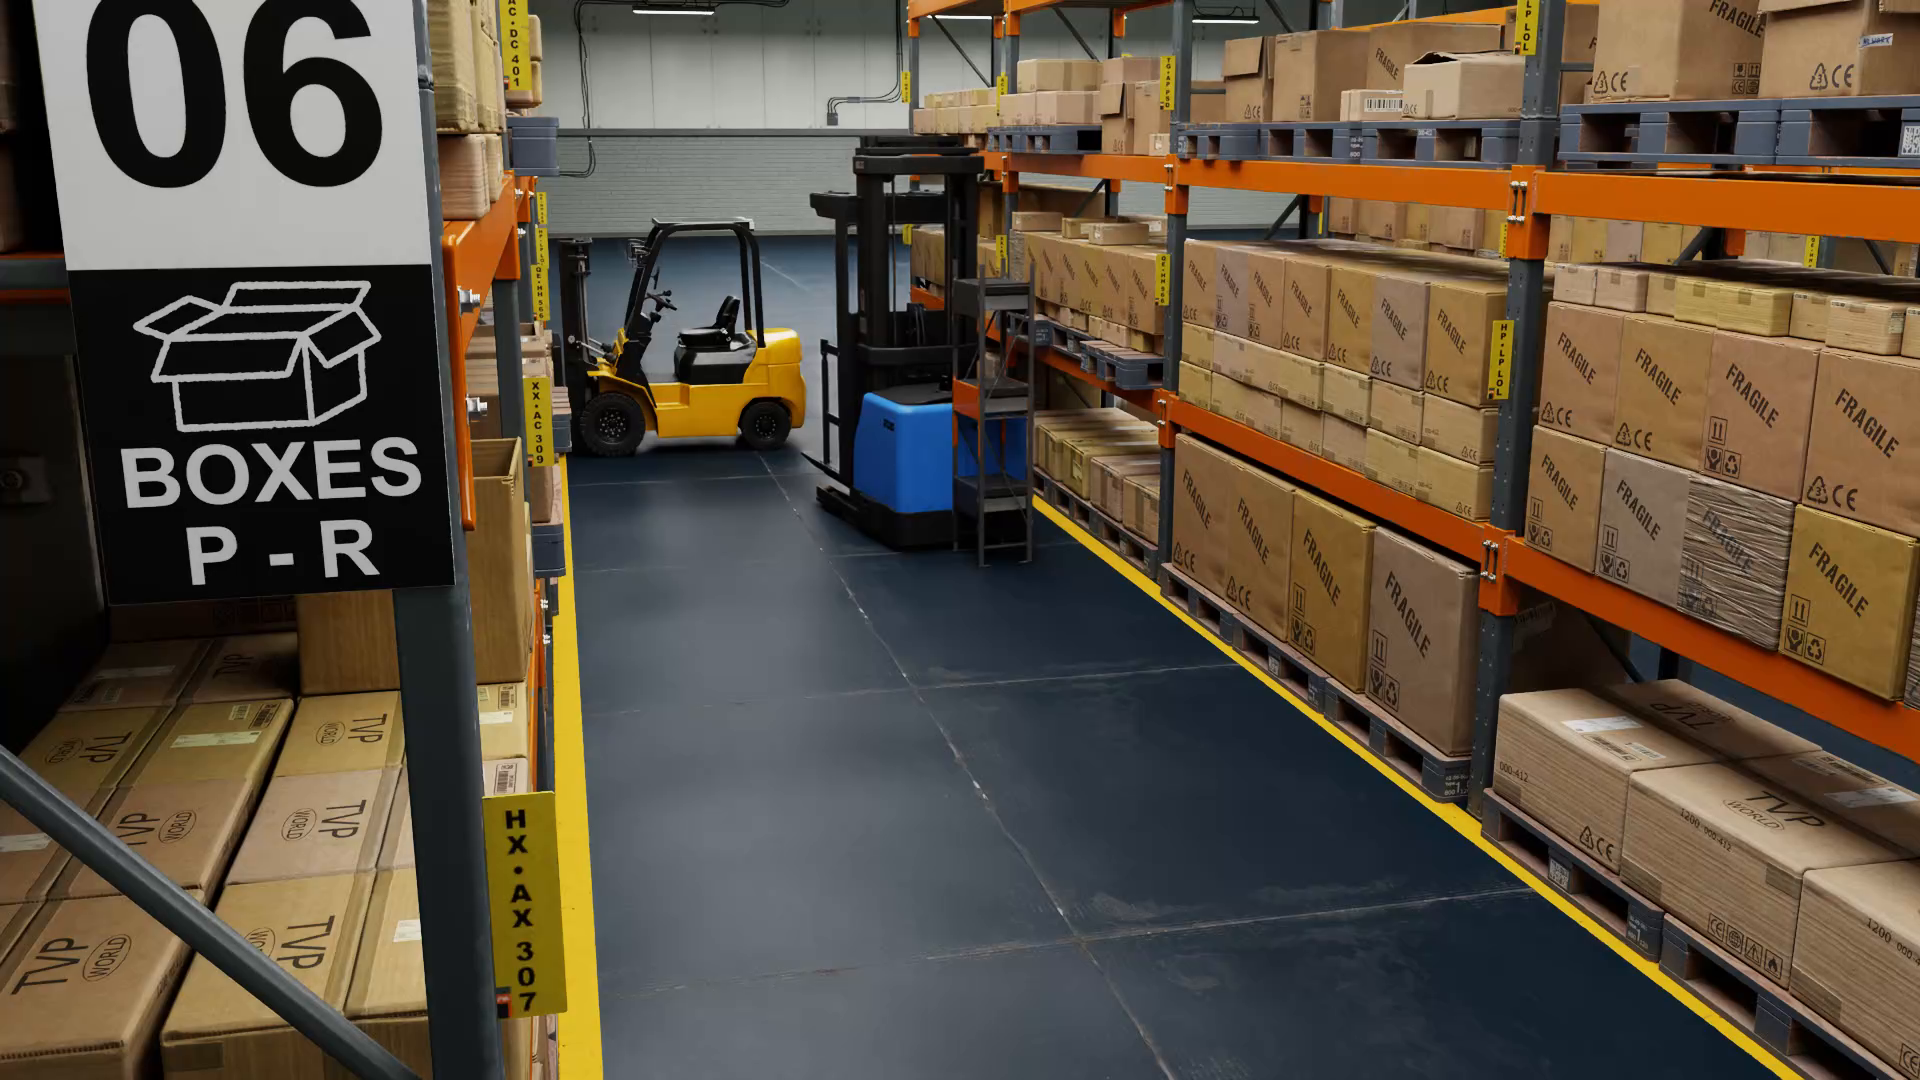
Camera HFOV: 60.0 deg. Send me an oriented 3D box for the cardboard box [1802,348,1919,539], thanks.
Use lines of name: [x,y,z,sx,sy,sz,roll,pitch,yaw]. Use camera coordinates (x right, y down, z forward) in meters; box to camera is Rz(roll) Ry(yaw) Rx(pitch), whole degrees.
cardboard box: [2.980,-0.312,5.065,0.500,0.500,0.500,-3,14,-14]

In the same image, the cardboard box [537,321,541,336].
cardboard box: [-3.086,-1.421,11.187,0.500,0.250,0.500,-4,14,-15]

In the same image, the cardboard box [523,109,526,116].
cardboard box: [-3.169,-3.072,11.054,0.500,0.500,0.500,-3,14,-12]

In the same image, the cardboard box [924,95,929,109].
cardboard box: [-0.167,-4.650,17.670,0.380,0.149,0.250,-3,14,-14]

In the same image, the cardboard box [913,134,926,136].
cardboard box: [-0.290,-4.262,17.759,0.380,0.149,0.250,-3,14,-13]

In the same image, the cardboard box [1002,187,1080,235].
cardboard box: [0.805,-3.127,15.962,0.700,0.500,0.500,-4,14,-14]

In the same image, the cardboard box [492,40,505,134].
cardboard box: [-1.569,-1.287,4.745,0.500,0.250,0.500,-4,14,-15]

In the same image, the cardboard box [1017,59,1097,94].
cardboard box: [0.762,-3.658,13.137,0.500,0.250,0.500,-4,14,-14]

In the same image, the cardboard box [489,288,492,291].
cardboard box: [-3.097,-1.587,11.025,0.380,0.149,0.250,-3,14,-13]

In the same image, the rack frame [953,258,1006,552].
rack frame: [0.137,-0.950,11.893,0.400,2.100,0.015,-6,15,-22]

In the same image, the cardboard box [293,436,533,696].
cardboard box: [-1.316,0.046,4.028,0.500,0.500,0.500,-3,14,-12]

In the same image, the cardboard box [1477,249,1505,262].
cardboard box: [5.577,-2.555,16.248,0.875,0.550,0.550,-3,14,-13]

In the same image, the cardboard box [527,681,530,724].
cardboard box: [-1.448,0.443,4.822,0.380,0.149,0.250,-3,14,-14]

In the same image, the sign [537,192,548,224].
sign: [-4.345,-3.448,17.282,0.100,0.325,0.005,-3,14,-13]

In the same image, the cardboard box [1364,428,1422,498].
cardboard box: [2.297,-0.387,8.007,0.500,0.250,0.500,-3,14,-14]

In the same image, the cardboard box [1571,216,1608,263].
cardboard box: [5.920,-2.699,14.837,0.700,0.500,0.500,-4,14,-14]

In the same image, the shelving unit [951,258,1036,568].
shelving unit: [0.229,-0.897,11.674,0.431,2.100,0.503,-6,15,-22]

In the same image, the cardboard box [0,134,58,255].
cardboard box: [-1.418,-0.449,2.152,0.380,0.149,0.250,-3,14,-12]

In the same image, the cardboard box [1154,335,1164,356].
cardboard box: [1.521,-1.320,11.154,0.380,0.149,0.250,-3,14,-11]

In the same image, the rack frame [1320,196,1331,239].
rack frame: [4.736,-3.320,19.697,1.000,3.000,0.127,-3,14,-13]

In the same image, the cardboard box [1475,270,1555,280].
cardboard box: [2.796,-1.020,7.966,0.500,0.500,0.500,-3,14,-14]

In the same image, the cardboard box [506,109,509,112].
cardboard box: [-2.680,-2.408,9.117,0.380,0.149,0.250,-3,14,-12]

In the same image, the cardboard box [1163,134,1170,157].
cardboard box: [1.549,-2.572,10.842,0.380,0.149,0.250,-3,14,-13]

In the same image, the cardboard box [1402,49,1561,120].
cardboard box: [2.355,-2.062,7.531,0.500,0.311,0.500,-3,14,-13]

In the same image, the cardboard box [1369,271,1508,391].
cardboard box: [2.289,-0.995,7.862,0.500,0.500,0.500,-3,14,-12]

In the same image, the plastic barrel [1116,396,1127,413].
plastic barrel: [1.905,-1.377,17.173,0.512,0.421,0.421,7,15,26]

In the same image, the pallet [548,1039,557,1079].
pallet: [-1.607,1.820,4.534,1.003,0.211,1.213,-3,14,-13]

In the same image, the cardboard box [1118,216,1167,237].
cardboard box: [1.477,-2.496,13.236,0.380,0.149,0.250,-4,14,-16]

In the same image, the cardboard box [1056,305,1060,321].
cardboard box: [0.977,-1.797,13.107,0.380,0.149,0.250,-3,14,-13]

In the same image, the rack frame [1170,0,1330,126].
rack frame: [1.827,-4.090,10.207,1.000,3.000,0.127,-3,14,-13]

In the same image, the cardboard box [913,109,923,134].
cardboard box: [-0.193,-4.419,17.563,0.500,0.250,0.500,-4,14,-14]

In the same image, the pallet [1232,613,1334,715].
pallet: [2.222,0.646,9.338,1.003,0.211,1.213,-3,14,-13]

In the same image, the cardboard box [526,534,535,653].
cardboard box: [-1.569,0.172,5.093,0.500,0.250,0.500,-3,14,-13]

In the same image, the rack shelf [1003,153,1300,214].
rack shelf: [1.357,-2.745,12.536,1.077,0.370,4.000,-3,14,-13]

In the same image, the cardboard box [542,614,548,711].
cardboard box: [-2.316,0.553,8.224,0.500,0.500,0.500,-4,14,-15]

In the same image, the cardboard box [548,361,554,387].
cardboard box: [-3.855,-1.422,14.731,0.500,0.250,0.500,-3,14,-13]

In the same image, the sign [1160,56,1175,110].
sign: [1.299,-2.854,10.379,0.100,0.325,0.005,-3,14,-13]

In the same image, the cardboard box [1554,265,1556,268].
cardboard box: [5.656,-2.193,14.874,0.500,0.500,0.500,-3,14,-13]

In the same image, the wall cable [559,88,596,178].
wall cable: [-12.041,-11.613,47.541,3.097,2.526,0.112,-3,14,-13]

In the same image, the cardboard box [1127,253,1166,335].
cardboard box: [1.450,-1.662,11.187,0.500,0.500,0.500,-4,14,-15]

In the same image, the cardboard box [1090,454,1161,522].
cardboard box: [1.523,-0.404,12.411,0.950,0.372,0.625,-4,14,-14]

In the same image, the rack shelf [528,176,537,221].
rack shelf: [-3.467,-2.467,11.400,1.077,0.370,4.000,-3,14,-13]

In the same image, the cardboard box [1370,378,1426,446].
cardboard box: [2.302,-0.626,7.931,0.500,0.250,0.500,-3,14,-12]

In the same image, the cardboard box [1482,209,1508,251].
cardboard box: [5.622,-3.082,16.131,0.875,0.550,0.550,-3,14,-13]

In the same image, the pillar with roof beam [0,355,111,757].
pillar with roof beam: [1.414,-2.919,5.413,9.100,9.000,0.400,-3,14,-13]

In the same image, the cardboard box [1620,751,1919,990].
cardboard box: [3.020,1.145,5.933,0.875,0.438,0.875,-4,14,-15]

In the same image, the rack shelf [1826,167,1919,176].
rack shelf: [7.084,-2.121,9.984,1.077,0.370,4.000,-3,14,-13]

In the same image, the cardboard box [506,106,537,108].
cardboard box: [-2.034,-1.949,7.196,0.380,0.149,0.250,-3,14,-12]

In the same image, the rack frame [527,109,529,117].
rack frame: [-3.937,-4.735,12.848,1.000,3.000,0.127,-3,14,-13]

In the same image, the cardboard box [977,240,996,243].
cardboard box: [0.287,-2.618,15.985,0.500,0.500,0.500,-3,14,-12]

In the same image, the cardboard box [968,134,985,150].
cardboard box: [0.289,-3.727,15.573,0.380,0.149,0.250,-3,14,-12]

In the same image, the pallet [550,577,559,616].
pallet: [-3.153,0.264,10.900,1.003,0.211,1.213,-3,14,-13]

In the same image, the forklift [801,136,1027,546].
forklift: [-0.519,-1.683,13.140,1.130,2.935,3.031,-6,15,-22]

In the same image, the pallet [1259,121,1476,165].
pallet: [2.295,-2.138,8.934,1.003,0.211,1.213,-3,14,-11]

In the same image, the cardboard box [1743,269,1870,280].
cardboard box: [3.153,-0.924,6.204,0.380,0.149,0.250,-3,14,-13]

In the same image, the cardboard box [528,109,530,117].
cardboard box: [-3.895,-3.693,13.994,0.500,0.311,0.500,-3,14,-12]

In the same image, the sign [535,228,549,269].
sign: [-3.411,-2.377,13.565,0.100,0.325,0.005,-3,14,-13]

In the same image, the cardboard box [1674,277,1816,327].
cardboard box: [2.764,-0.839,5.858,0.380,0.149,0.250,-3,14,-14]
